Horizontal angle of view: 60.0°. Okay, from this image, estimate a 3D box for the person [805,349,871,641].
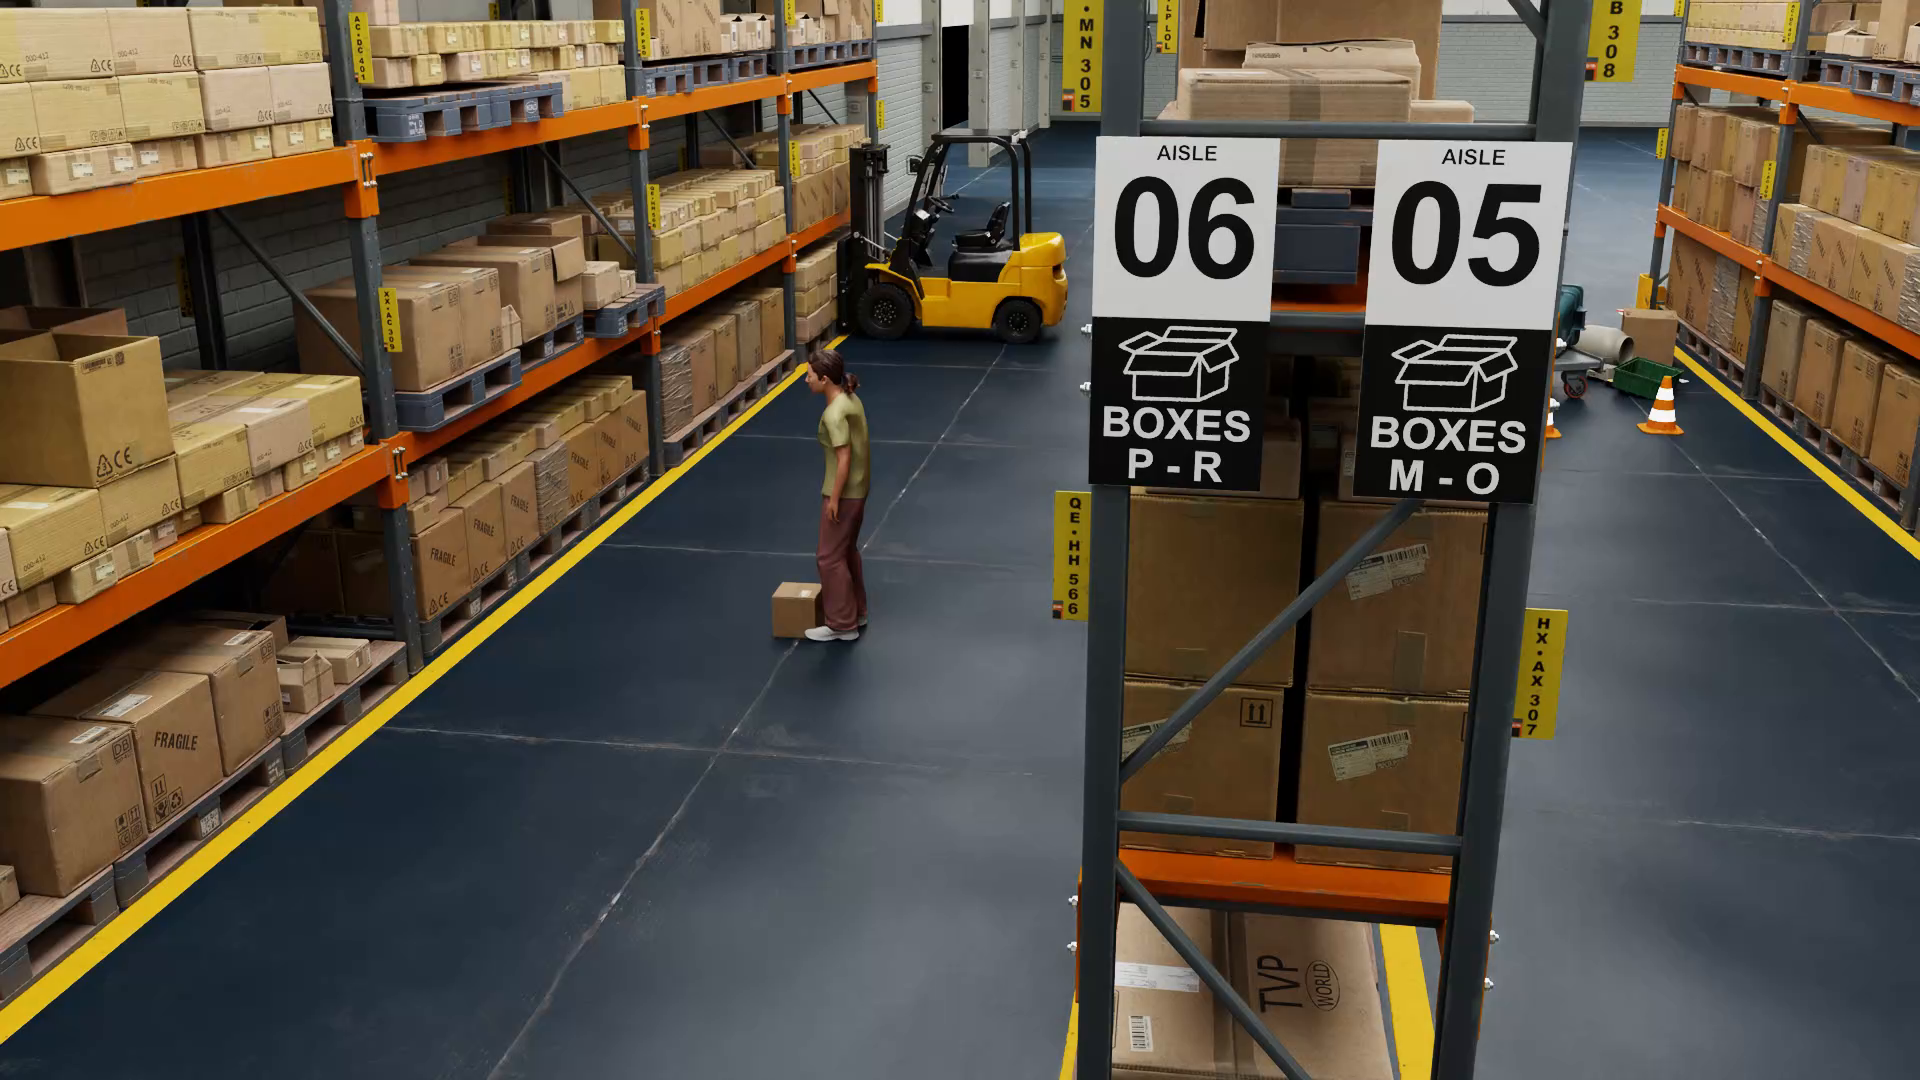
[{"bbox_3d":[-0.690,-0.259,9.356,0.375,1.671,0.513,2,18,6],"label":"person"}]
